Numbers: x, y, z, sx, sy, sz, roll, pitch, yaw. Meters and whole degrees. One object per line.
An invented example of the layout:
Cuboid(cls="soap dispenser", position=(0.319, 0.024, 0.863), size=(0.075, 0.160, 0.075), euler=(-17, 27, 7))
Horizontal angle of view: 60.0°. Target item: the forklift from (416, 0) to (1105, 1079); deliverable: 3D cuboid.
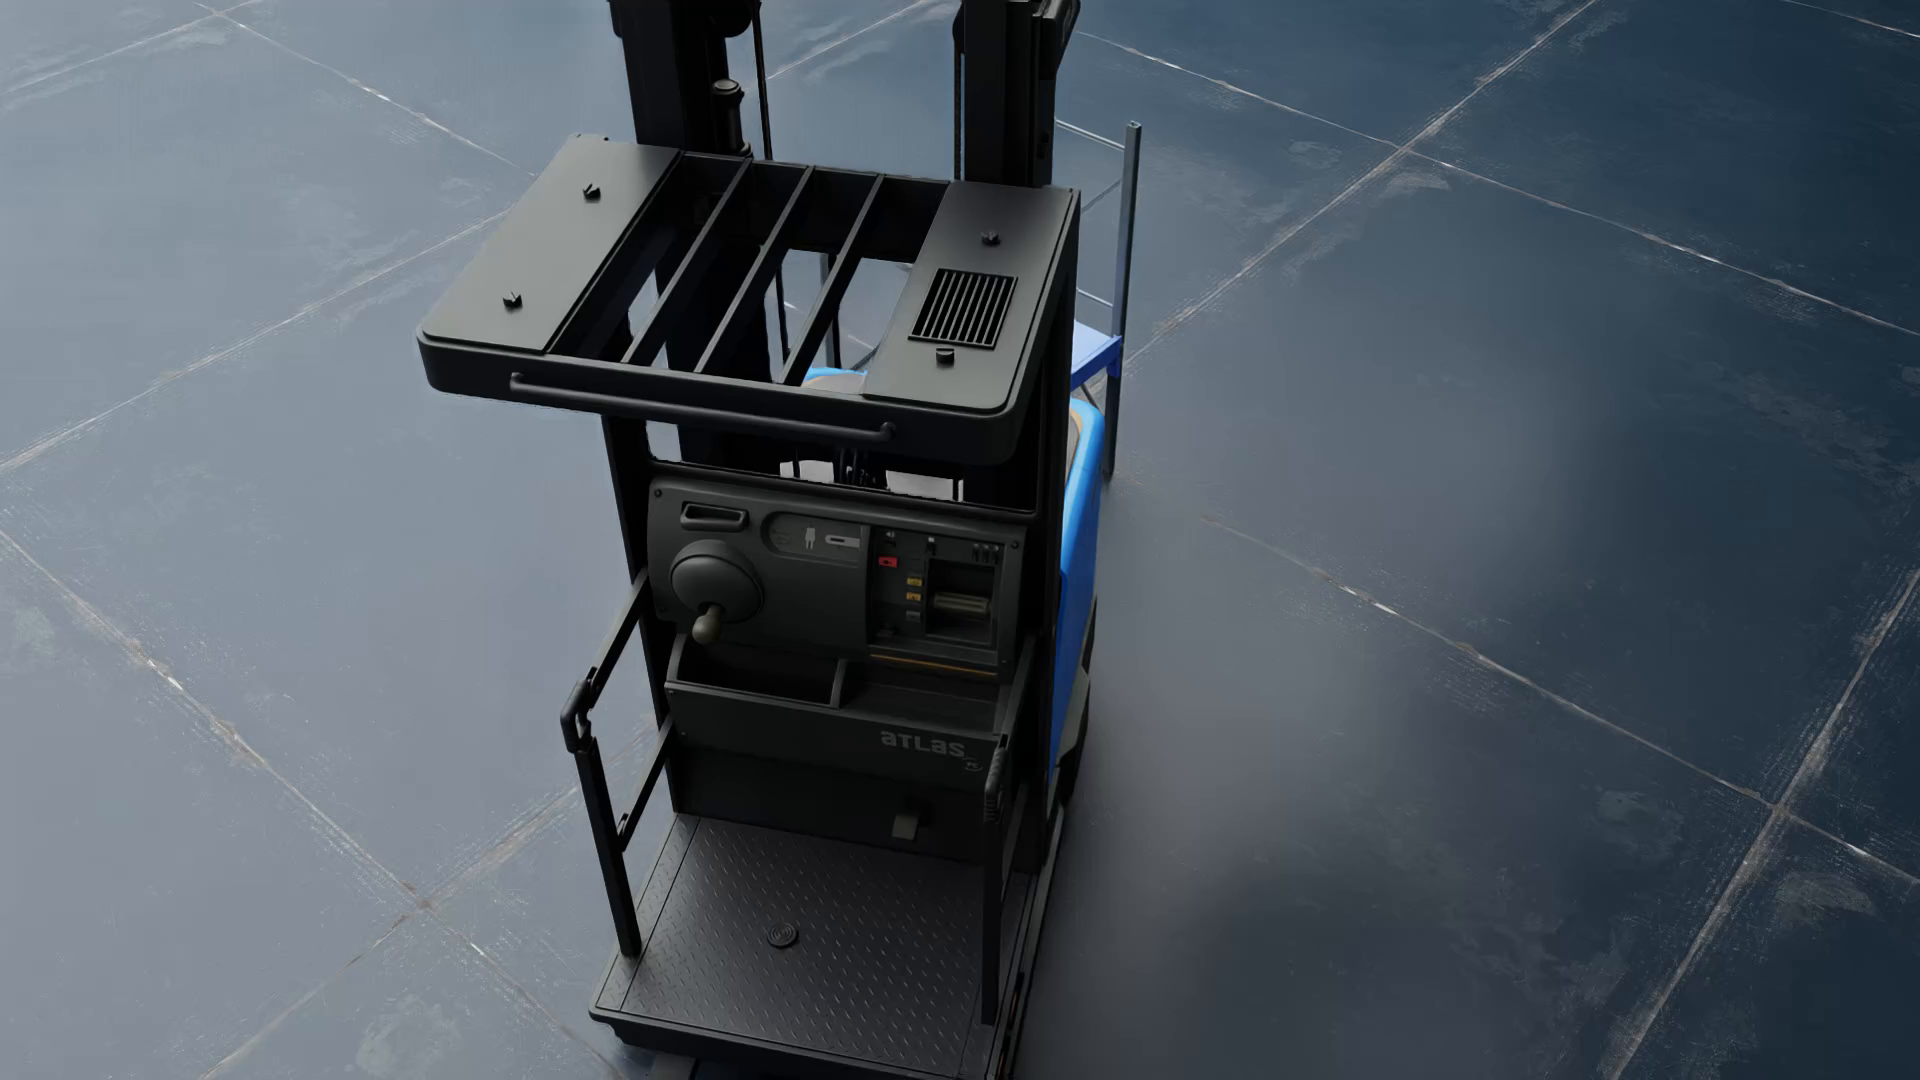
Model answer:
Cuboid(cls="forklift", position=(-0.351, 0.181, 3.872), size=(1.130, 2.935, 3.031), euler=(8, 43, 9))

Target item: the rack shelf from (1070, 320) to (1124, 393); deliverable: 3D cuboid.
Cuboid(cls="rack shelf", position=(0.078, -0.536, 5.992), size=(0.538, 0.185, 1.000), euler=(30, 50, 29))

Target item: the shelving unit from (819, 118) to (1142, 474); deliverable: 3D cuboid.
Cuboid(cls="shelving unit", position=(0.078, -0.669, 5.871), size=(0.538, 1.500, 1.048), euler=(30, 50, 29))

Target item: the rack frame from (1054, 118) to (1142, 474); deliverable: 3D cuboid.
Cuboid(cls="rack frame", position=(0.406, -0.930, 6.158), size=(0.500, 1.500, 0.032), euler=(30, 50, 29))

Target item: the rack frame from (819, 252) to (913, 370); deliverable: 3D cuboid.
Cuboid(cls="rack frame", position=(-0.250, -0.408, 5.584), size=(0.500, 1.500, 0.032), euler=(30, 50, 29))
